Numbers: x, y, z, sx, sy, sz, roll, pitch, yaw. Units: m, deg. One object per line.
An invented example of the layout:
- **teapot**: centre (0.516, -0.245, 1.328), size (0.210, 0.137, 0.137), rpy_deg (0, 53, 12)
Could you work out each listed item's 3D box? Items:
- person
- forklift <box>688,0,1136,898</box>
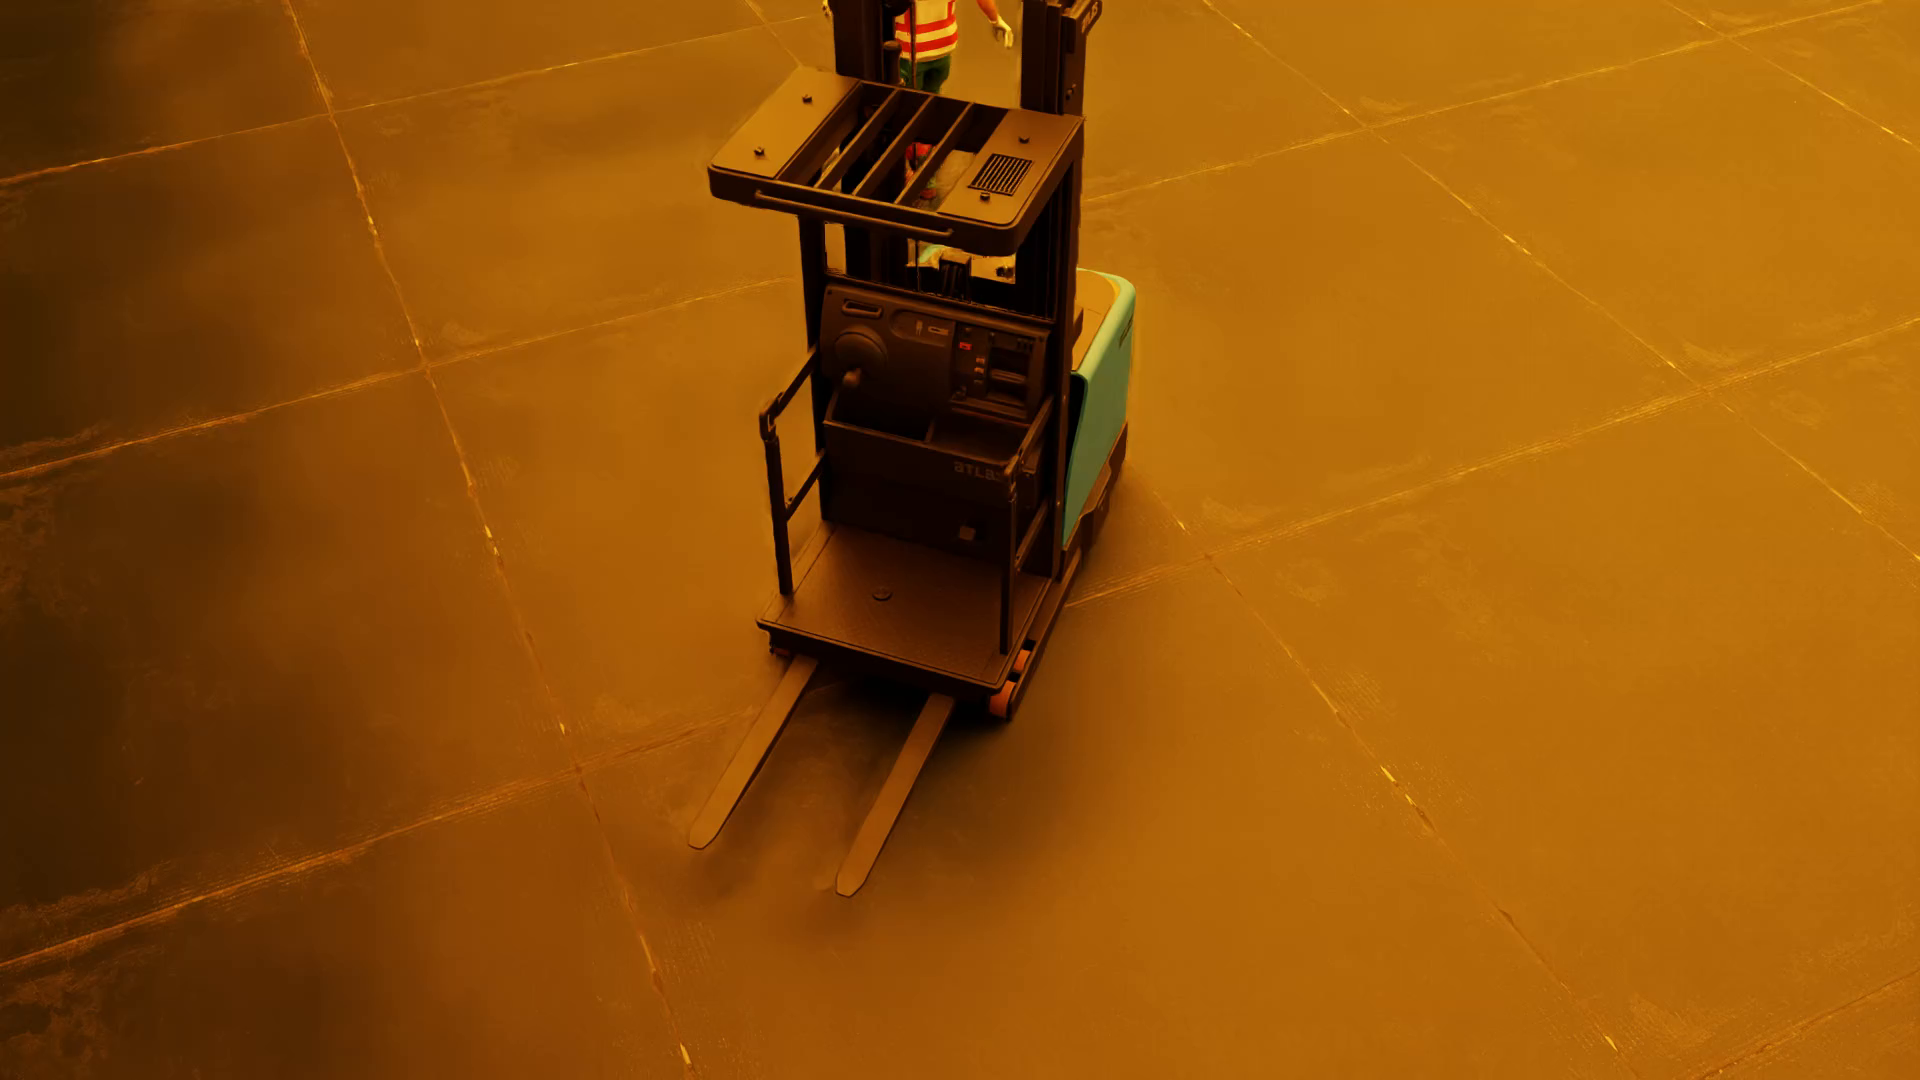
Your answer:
- **person**: centre (-0.234, -2.921, 9.691), size (1.031, 1.781, 0.698), rpy_deg (-18, 46, -18)
- **forklift**: centre (-0.183, -0.644, 6.370), size (1.130, 2.935, 3.031), rpy_deg (14, 45, 15)
